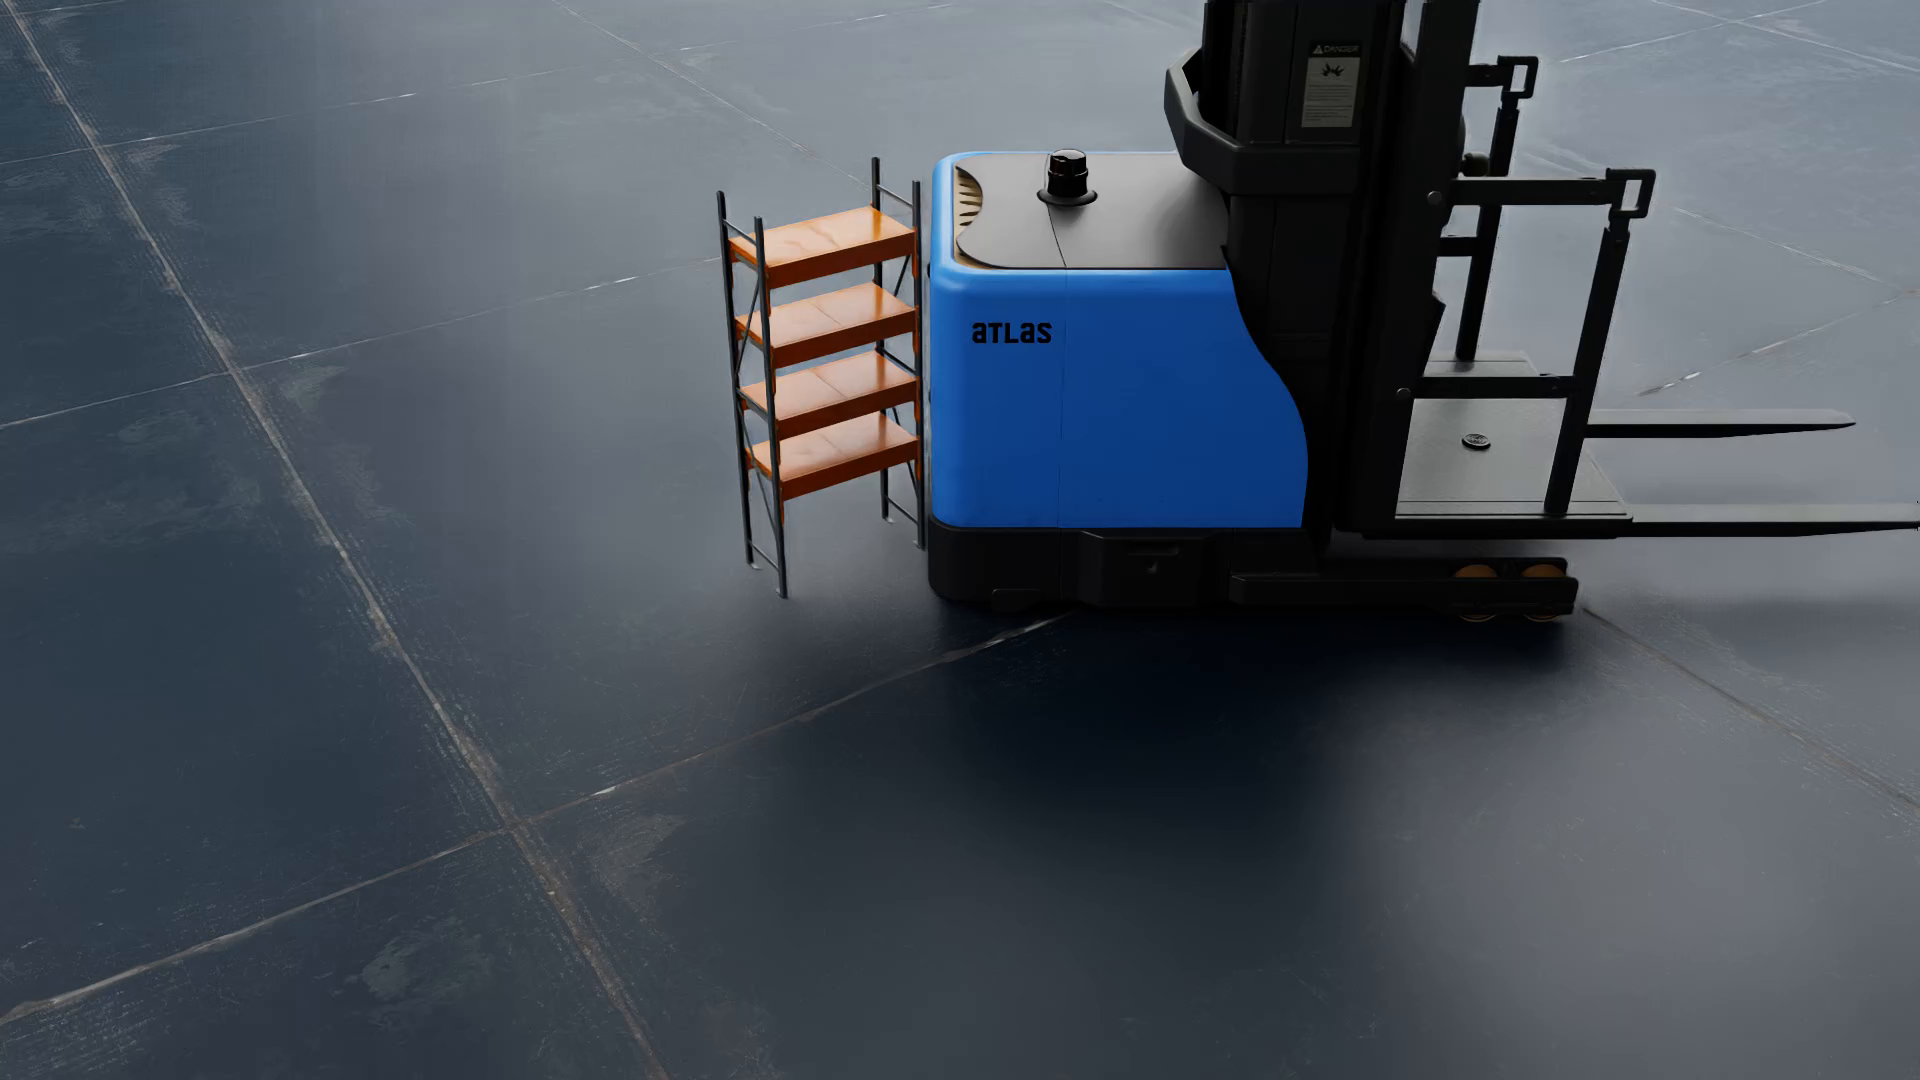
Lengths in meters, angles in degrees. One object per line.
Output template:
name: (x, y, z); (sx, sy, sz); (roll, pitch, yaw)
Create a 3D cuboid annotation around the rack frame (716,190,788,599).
rack frame: (-0.587, -0.386, 4.737); (0.015, 1.200, 0.240); (-19, 37, -28)

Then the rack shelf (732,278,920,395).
rack shelf: (-0.384, -0.590, 4.767); (0.480, 0.148, 0.258); (-19, 37, -28)

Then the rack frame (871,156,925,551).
rack frame: (-0.181, -0.529, 4.965); (0.015, 1.200, 0.240); (-19, 37, -28)

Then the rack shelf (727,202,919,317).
rack shelf: (-0.384, -0.790, 4.641); (0.480, 0.148, 0.258); (-19, 37, -28)

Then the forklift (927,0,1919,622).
forklift: (1.421, -1.284, 4.539); (3.031, 2.935, 1.130); (0, 32, 0)

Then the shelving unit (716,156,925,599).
shelving unit: (-0.384, -0.457, 4.851); (0.503, 1.200, 0.258); (-19, 37, -28)

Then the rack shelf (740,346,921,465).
rack shelf: (-0.384, -0.401, 4.886); (0.480, 0.148, 0.258); (-19, 37, -28)

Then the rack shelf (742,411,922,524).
rack shelf: (-0.384, -0.233, 4.992); (0.480, 0.148, 0.258); (-19, 37, -28)
